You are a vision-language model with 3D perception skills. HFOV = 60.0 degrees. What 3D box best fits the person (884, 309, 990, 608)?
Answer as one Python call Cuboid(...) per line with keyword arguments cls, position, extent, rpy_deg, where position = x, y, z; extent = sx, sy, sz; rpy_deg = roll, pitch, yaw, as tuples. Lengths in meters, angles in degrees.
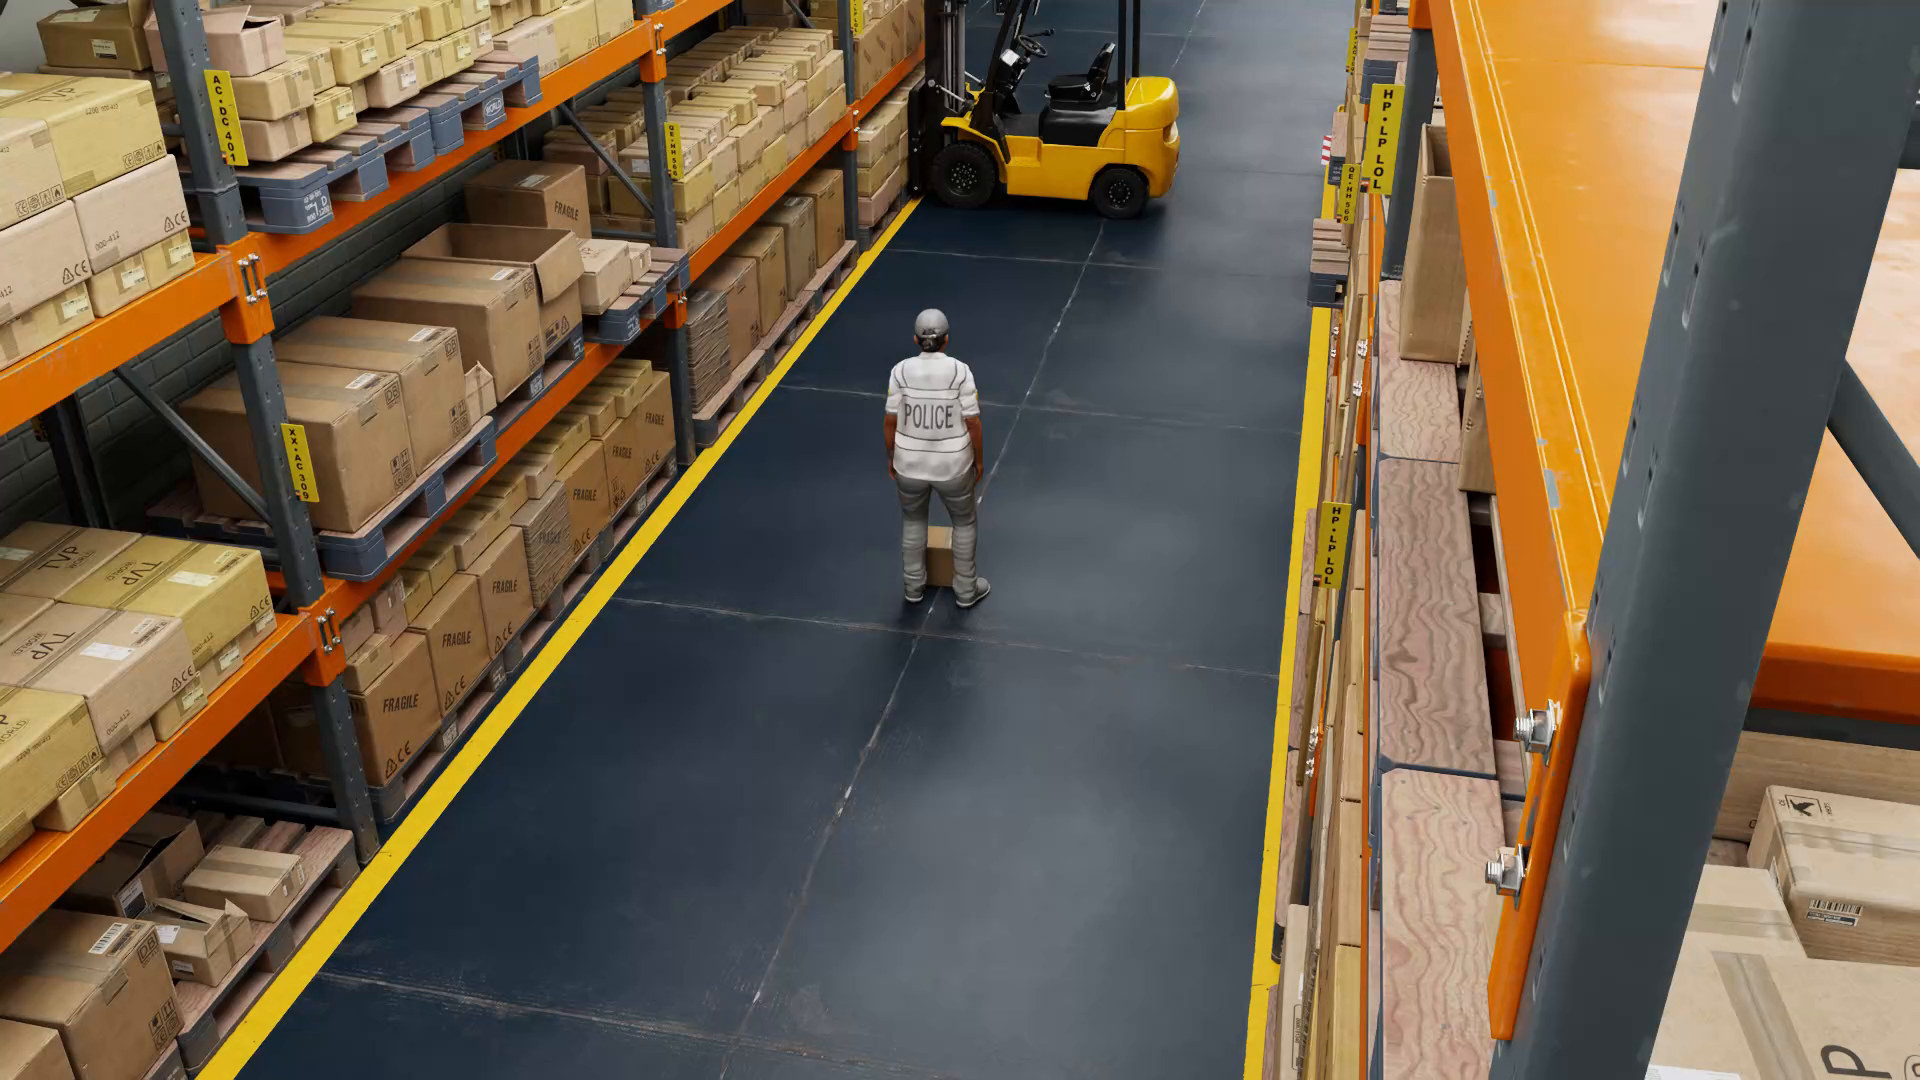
Cuboid(cls="person", position=(-0.112, -0.420, 8.878), extent=(0.539, 1.665, 0.468), rpy_deg=(4, 29, 8))
